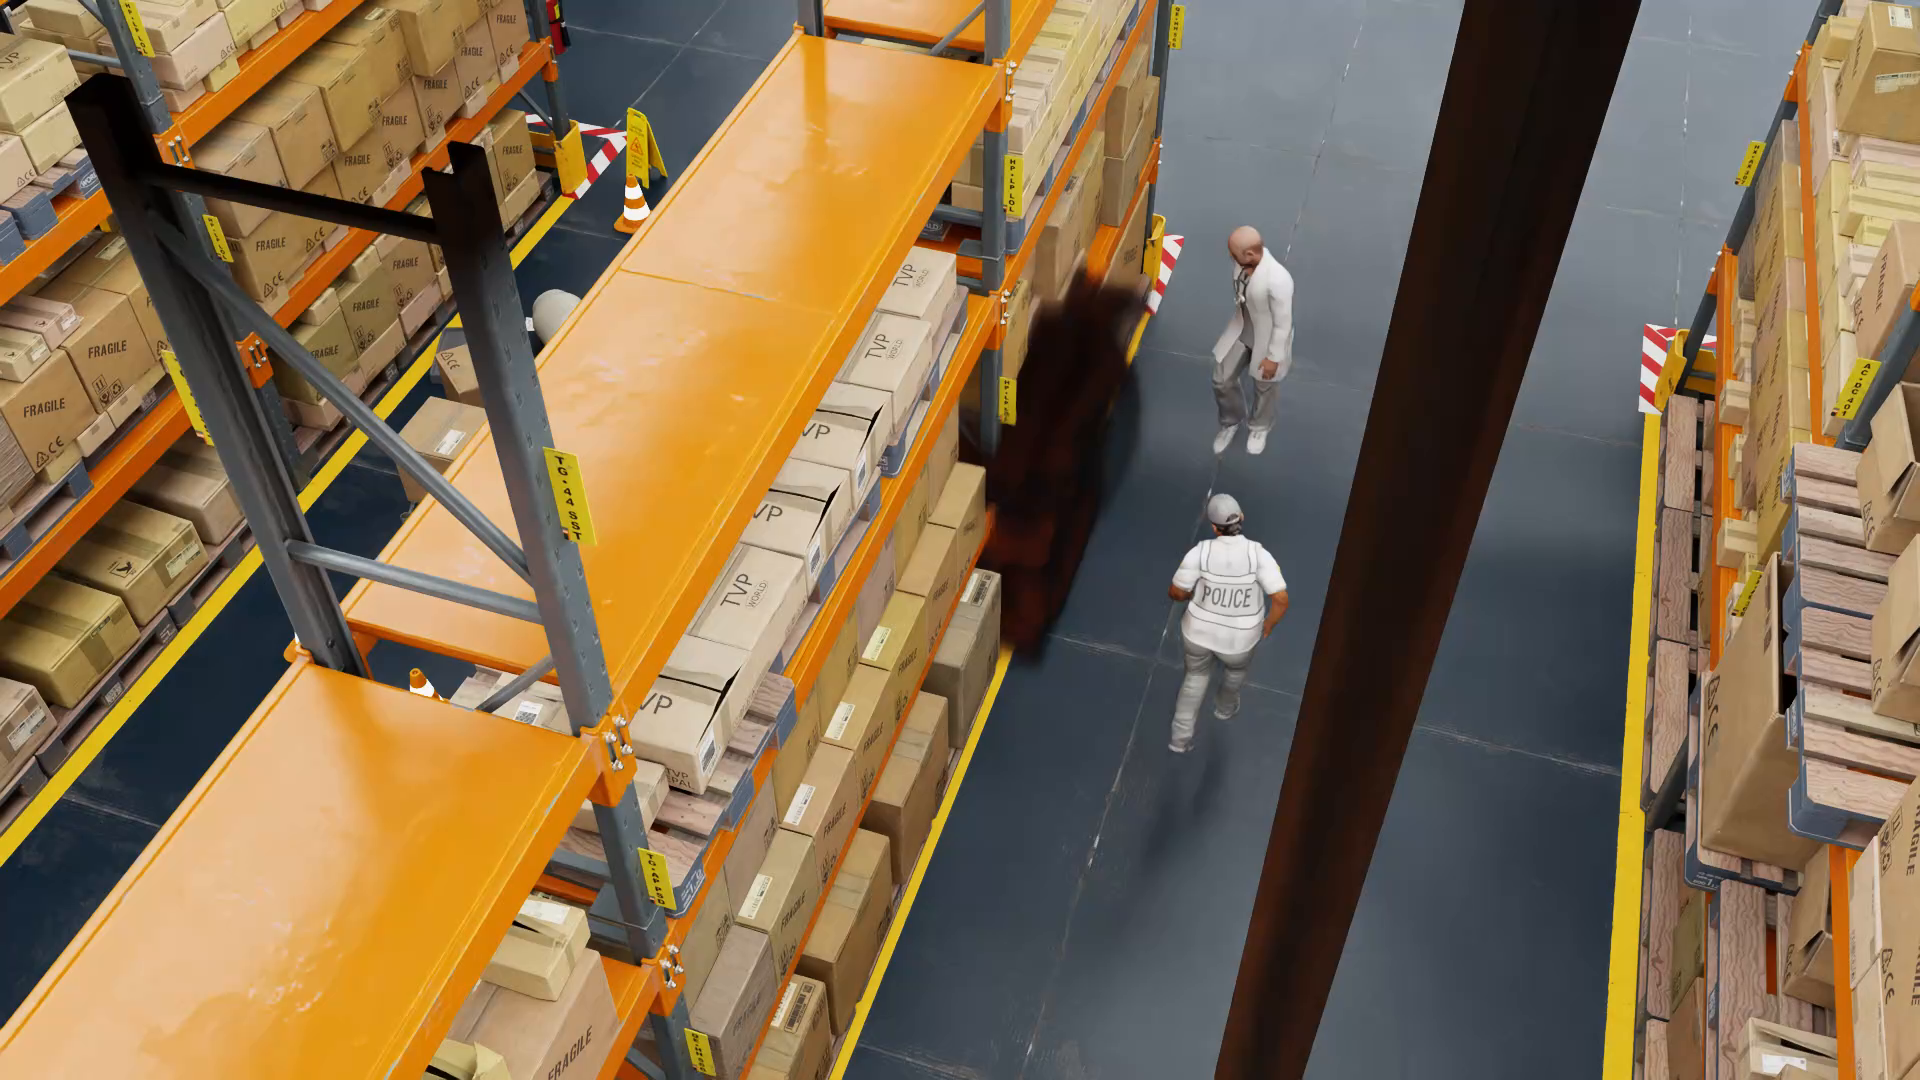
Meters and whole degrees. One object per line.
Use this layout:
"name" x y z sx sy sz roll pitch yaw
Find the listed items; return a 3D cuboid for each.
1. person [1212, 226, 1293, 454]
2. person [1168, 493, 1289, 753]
"person" 1.960 -1.272 10.809 0.536 1.846 0.562 -32 54 -27
"person" 1.429 0.559 9.112 0.629 1.681 0.716 18 48 17
